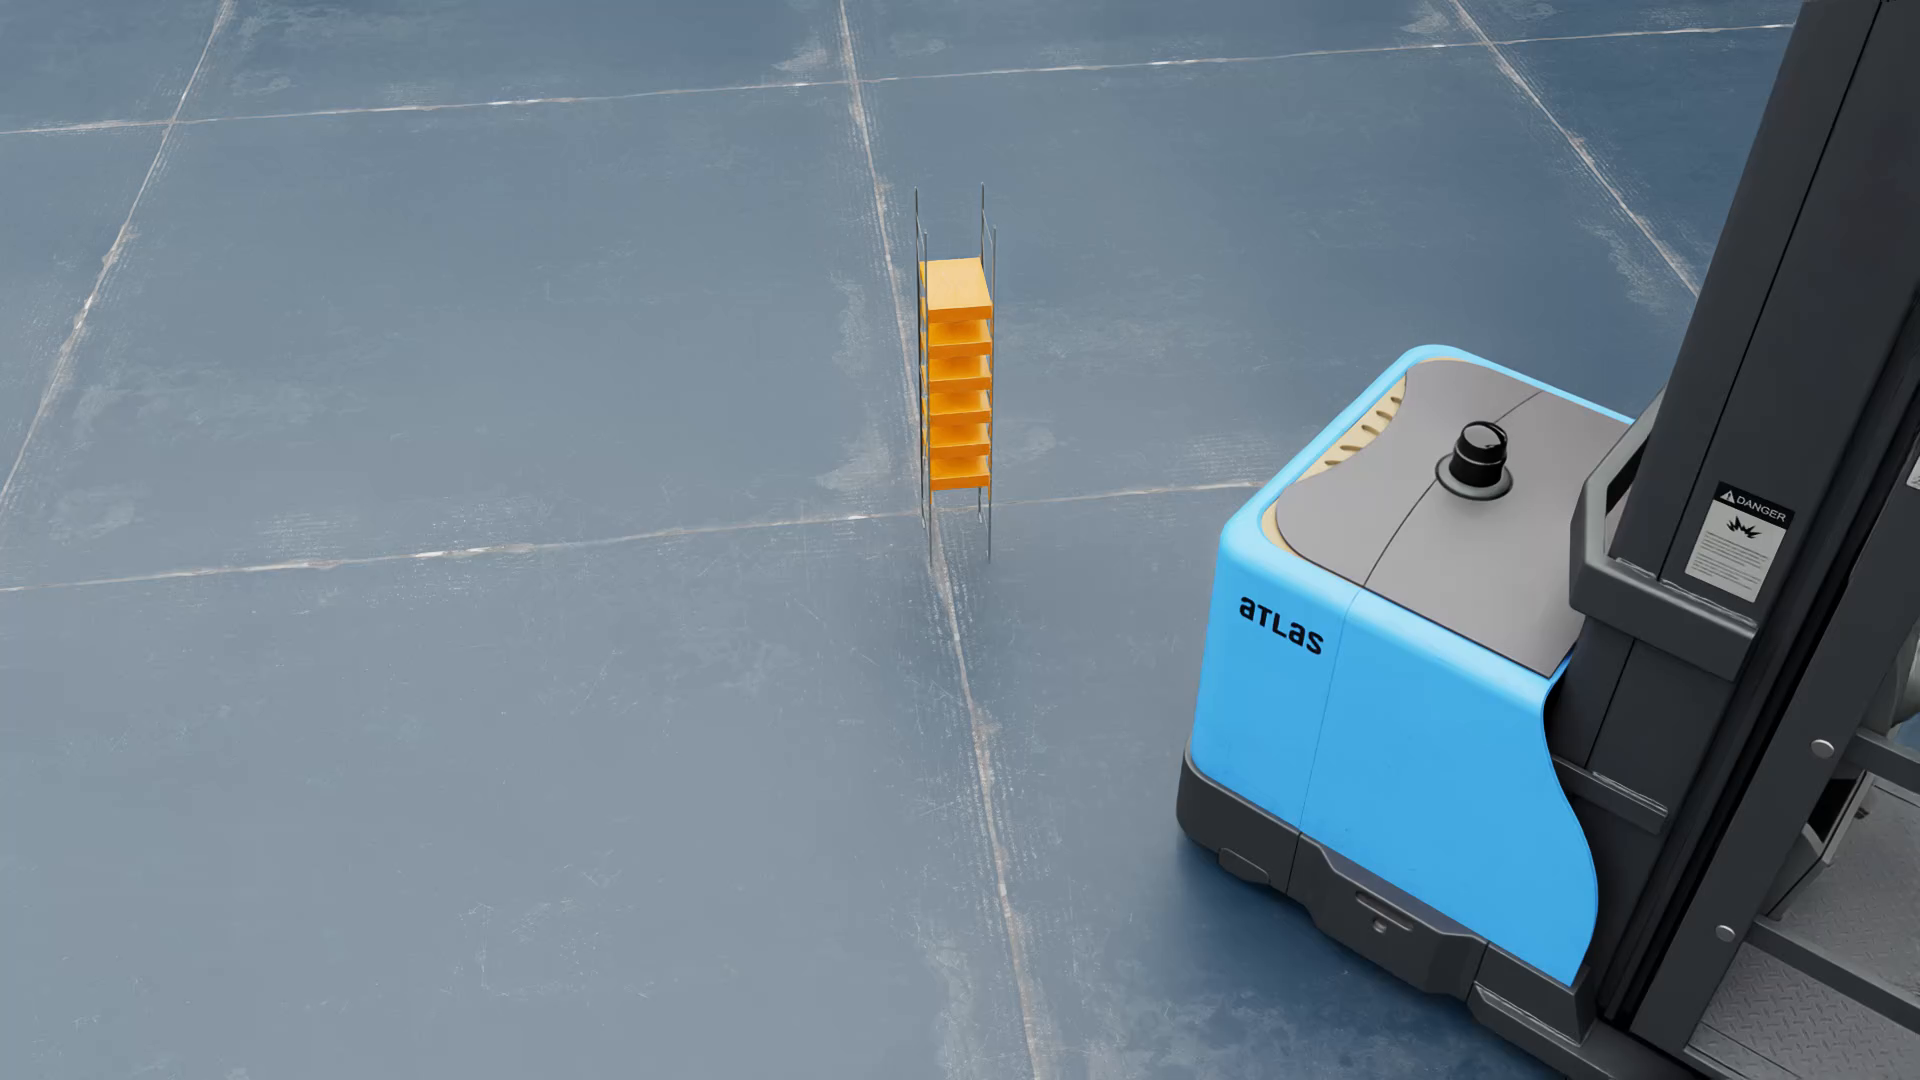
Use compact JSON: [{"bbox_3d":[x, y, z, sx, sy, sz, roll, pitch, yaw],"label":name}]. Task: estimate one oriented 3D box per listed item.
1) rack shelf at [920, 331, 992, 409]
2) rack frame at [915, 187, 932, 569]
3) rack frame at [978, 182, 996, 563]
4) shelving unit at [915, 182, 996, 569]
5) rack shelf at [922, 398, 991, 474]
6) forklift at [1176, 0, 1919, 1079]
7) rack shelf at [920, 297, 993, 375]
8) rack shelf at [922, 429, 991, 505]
[{"bbox_3d":[-0.014,-0.500,4.796,0.180,0.103,0.258,-5,42,-6],"label":"rack shelf"},{"bbox_3d":[-0.105,-0.436,4.838,0.006,1.200,0.240,-5,42,-6],"label":"rack frame"},{"bbox_3d":[0.076,-0.452,4.856,0.006,1.200,0.240,-5,42,-6],"label":"rack frame"},{"bbox_3d":[-0.014,-0.444,4.847,0.189,1.200,0.258,-5,42,-6],"label":"shelving unit"},{"bbox_3d":[-0.014,-0.322,4.957,0.180,0.103,0.258,-5,42,-6],"label":"rack shelf"},{"bbox_3d":[2.027,0.093,3.024,3.031,2.843,1.129,29,49,28],"label":"forklift"},{"bbox_3d":[-0.014,-0.589,4.716,0.180,0.103,0.258,-5,42,-6],"label":"rack shelf"},{"bbox_3d":[-0.014,-0.233,5.037,0.180,0.103,0.258,-5,42,-6],"label":"rack shelf"}]
